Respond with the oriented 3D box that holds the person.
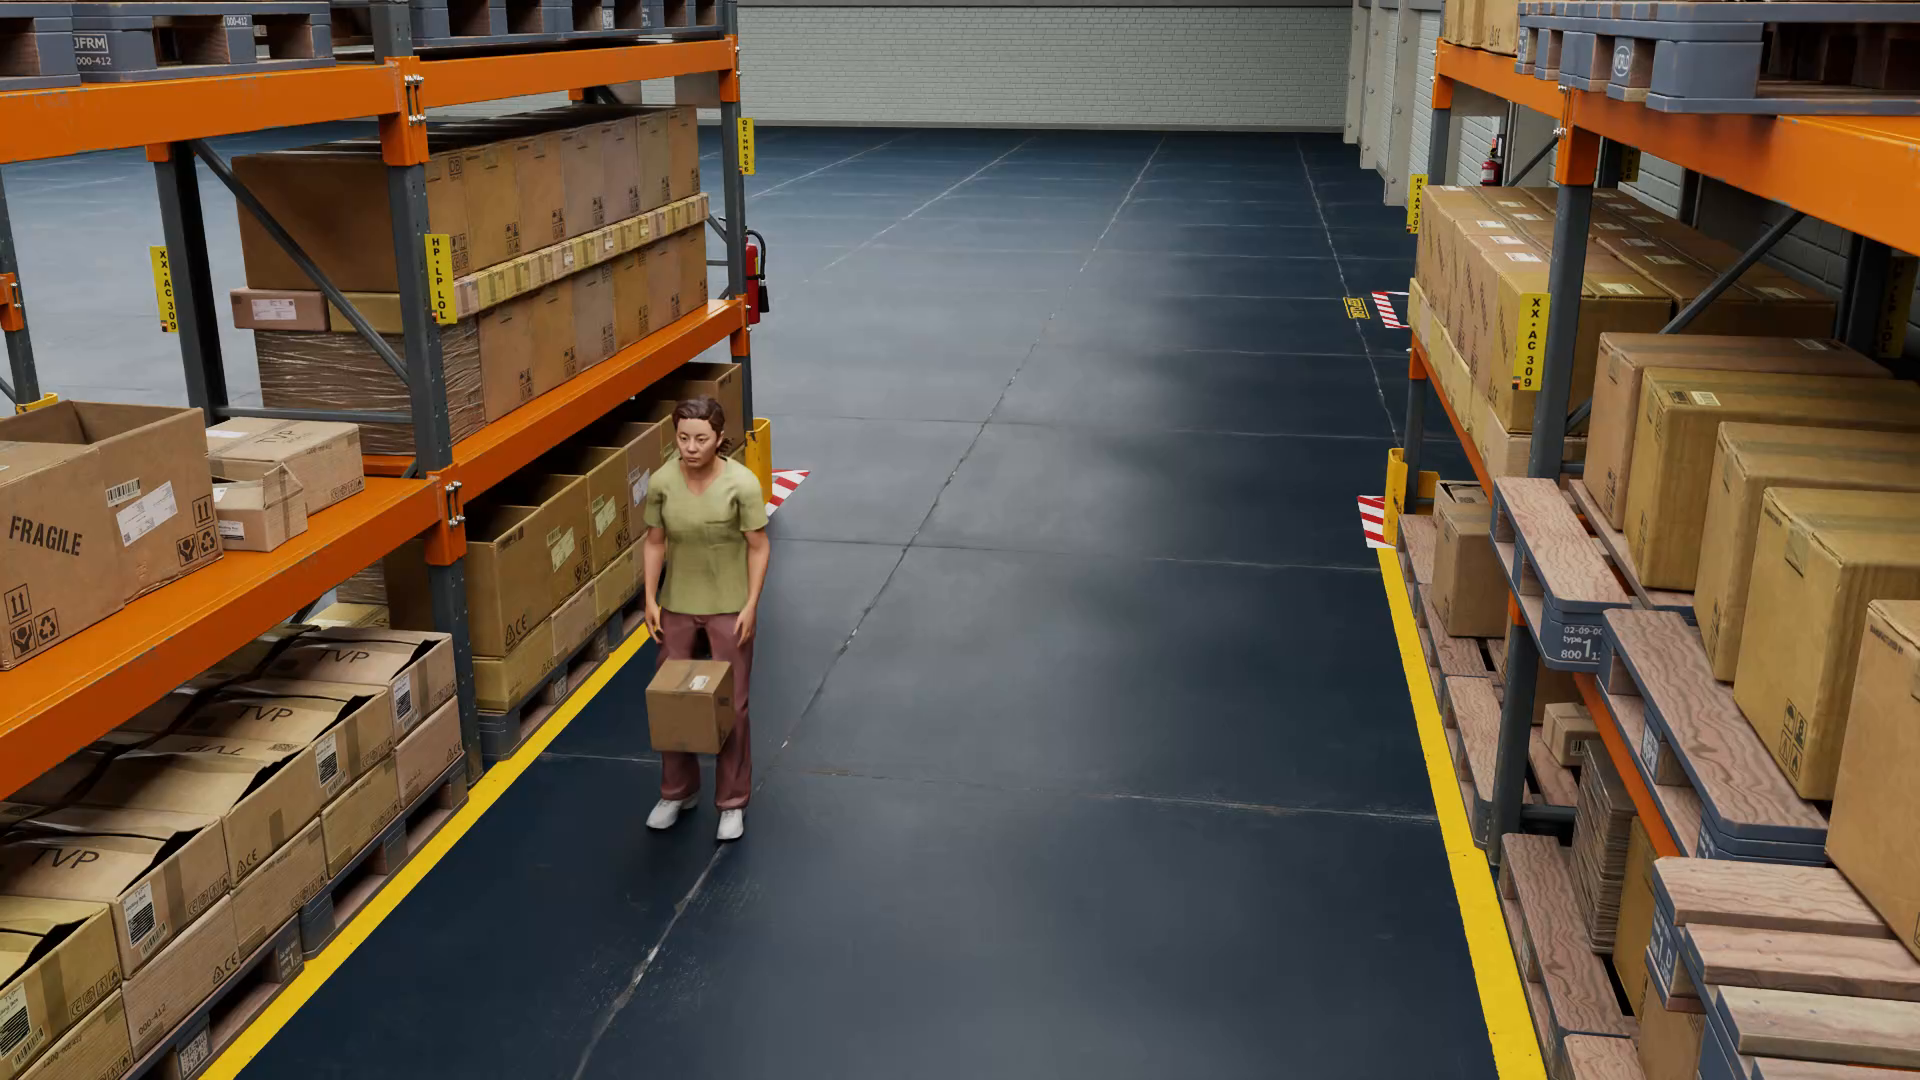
[{"bbox_3d":[-0.951,0.282,6.180,0.480,1.676,0.414,2,18,7],"label":"person"}]
